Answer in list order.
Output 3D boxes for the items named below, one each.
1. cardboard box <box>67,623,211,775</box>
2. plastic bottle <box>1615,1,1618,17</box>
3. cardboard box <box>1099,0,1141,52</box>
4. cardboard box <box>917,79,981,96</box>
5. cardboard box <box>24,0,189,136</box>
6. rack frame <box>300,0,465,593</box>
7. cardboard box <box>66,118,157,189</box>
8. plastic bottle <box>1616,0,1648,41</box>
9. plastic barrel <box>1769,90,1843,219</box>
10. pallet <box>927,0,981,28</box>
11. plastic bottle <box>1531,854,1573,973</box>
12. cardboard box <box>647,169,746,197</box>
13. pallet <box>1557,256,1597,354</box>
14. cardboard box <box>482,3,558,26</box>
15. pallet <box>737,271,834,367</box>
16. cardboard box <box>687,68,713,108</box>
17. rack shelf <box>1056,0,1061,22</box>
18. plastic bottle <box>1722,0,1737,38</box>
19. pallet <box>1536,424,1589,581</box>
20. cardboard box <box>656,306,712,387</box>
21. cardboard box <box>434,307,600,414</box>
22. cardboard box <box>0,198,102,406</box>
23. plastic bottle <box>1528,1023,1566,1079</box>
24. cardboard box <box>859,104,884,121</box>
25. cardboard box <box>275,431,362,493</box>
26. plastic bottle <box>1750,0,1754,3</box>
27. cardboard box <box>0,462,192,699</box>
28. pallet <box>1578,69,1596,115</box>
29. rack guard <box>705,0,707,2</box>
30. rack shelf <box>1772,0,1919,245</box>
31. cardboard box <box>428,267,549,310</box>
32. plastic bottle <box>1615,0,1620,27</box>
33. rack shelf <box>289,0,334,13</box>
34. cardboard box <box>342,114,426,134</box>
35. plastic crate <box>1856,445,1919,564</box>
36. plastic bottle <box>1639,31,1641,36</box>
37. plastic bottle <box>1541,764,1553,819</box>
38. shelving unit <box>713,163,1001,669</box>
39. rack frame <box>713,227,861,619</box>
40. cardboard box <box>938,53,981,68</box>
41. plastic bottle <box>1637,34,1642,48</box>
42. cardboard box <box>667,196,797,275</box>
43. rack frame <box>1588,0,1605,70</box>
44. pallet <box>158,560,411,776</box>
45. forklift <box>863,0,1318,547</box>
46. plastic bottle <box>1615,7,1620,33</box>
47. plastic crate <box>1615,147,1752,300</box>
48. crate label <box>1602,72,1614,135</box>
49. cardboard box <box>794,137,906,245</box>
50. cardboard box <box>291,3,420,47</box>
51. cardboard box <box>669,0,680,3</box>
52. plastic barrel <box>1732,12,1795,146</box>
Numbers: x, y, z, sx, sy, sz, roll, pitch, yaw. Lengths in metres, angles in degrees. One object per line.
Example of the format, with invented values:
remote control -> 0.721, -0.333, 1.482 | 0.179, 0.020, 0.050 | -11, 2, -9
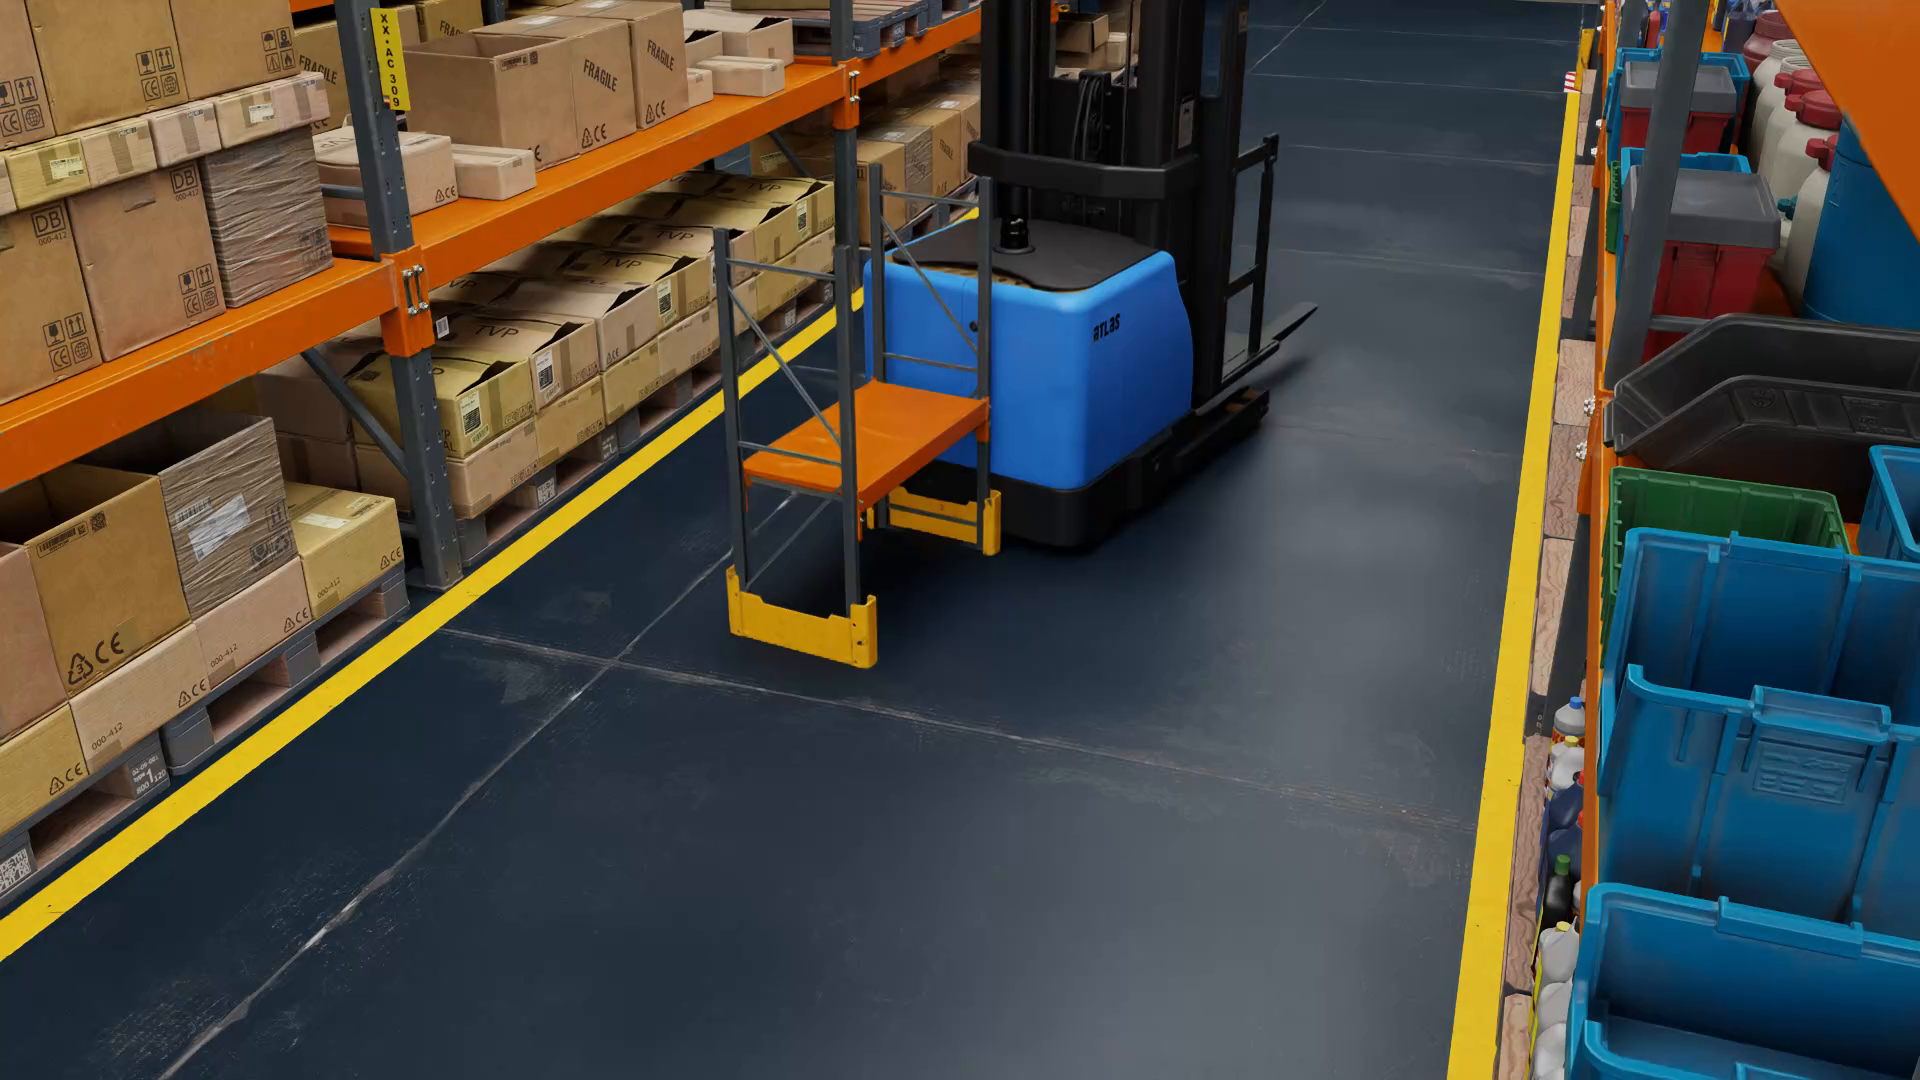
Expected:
cardboard box -> -2.687, 0.437, 5.078 | 0.500, 0.250, 0.500 | 9, 27, 17
plastic bottle -> 4.287, -3.472, 10.621 | 0.152, 0.276, 0.135 | 9, 27, 17
cardboard box -> 1.634, -4.990, 15.978 | 0.500, 0.500, 0.500 | 9, 27, 17
cardboard box -> 0.018, -2.953, 11.771 | 0.500, 0.500, 0.500 | 9, 27, 18
cardboard box -> -2.719, -1.483, 4.767 | 0.700, 0.500, 0.500 | 9, 27, 17
rack frame -> -2.410, -1.245, 5.880 | 1.000, 3.000, 0.127 | 9, 27, 17
cardboard box -> -2.554, -1.122, 4.766 | 0.380, 0.149, 0.250 | 9, 27, 17
plastic bottle -> 3.901, -3.035, 9.633 | 0.144, 0.351, 0.185 | 9, 27, 17
plastic barrel -> 3.029, -1.249, 5.732 | 0.433, 0.535, 0.433 | 0, 26, 0
pallet -> -0.436, -3.602, 10.969 | 1.003, 0.211, 1.213 | 9, 27, 17
plastic bottle -> 1.443, 0.910, 4.040 | 0.061, 0.283, 0.133 | 10, 28, 20
cardboard box -> -1.530, -1.920, 9.304 | 0.500, 0.311, 0.500 | 10, 27, 19
pallet -> 3.814, -1.244, 9.077 | 1.003, 0.211, 1.213 | 9, 27, 17
cardboard box -> -4.075, -4.606, 15.207 | 0.700, 0.500, 0.500 | 9, 27, 18
pallet -> -1.390, -1.301, 9.195 | 1.003, 0.211, 1.213 | 9, 27, 17
cardboard box -> -1.450, -2.244, 8.230 | 0.380, 0.149, 0.250 | 11, 28, 21
rack shelf -> 0.917, -5.031, 14.524 | 1.077, 0.370, 4.000 | 9, 27, 17
plastic bottle -> 4.637, -3.144, 9.949 | 0.097, 0.271, 0.097 | 0, 26, 0
pallet -> 2.889, -0.102, 6.718 | 1.003, 0.211, 1.213 | 9, 27, 17
cardboard box -> -1.531, -0.958, 7.961 | 0.500, 0.250, 0.500 | 9, 27, 18
cardboard box -> -1.866, -0.788, 6.965 | 0.500, 0.311, 0.500 | 8, 27, 17
cardboard box -> -2.892, -0.684, 4.605 | 0.700, 0.500, 0.500 | 9, 27, 18
plastic bottle -> 1.282, 1.171, 3.509 | 0.152, 0.276, 0.135 | 8, 27, 16
cardboard box -> -0.817, -2.593, 11.027 | 0.500, 0.500, 0.500 | 8, 27, 16
cardboard box -> -2.546, -0.409, 6.826 | 0.500, 0.250, 0.500 | 8, 27, 17
plastic bottle -> 4.761, -3.136, 9.926 | 0.152, 0.276, 0.135 | 9, 27, 17
cardboard box -> -2.699, 0.098, 4.918 | 0.500, 0.500, 0.500 | 9, 27, 17
pallet -> 5.942, -3.868, 14.497 | 1.003, 0.211, 1.213 | 9, 27, 17
rack guard -> -3.082, -5.778, 18.110 | 1.175, 0.500, 0.348 | 9, 27, 17
rack shelf -> 1.594, -0.730, 2.199 | 1.077, 0.370, 4.000 | 9, 27, 17
cardboard box -> -2.210, -1.076, 7.561 | 0.500, 0.311, 0.500 | 9, 27, 17
plastic bottle -> 4.102, -3.307, 10.271 | 0.061, 0.283, 0.133 | 9, 27, 17
rack shelf -> -5.086, -4.104, 12.609 | 1.077, 0.370, 4.000 | 9, 27, 17
cardboard box -> -2.291, -1.573, 6.710 | 0.396, 0.266, 0.258 | 8, 27, 16
plastic crate -> 2.147, 0.036, 3.405 | 0.499, 0.251, 0.616 | 9, 27, 17
plastic bottle -> 3.585, -2.639, 8.906 | 0.097, 0.271, 0.097 | 0, 26, 0
plastic bottle -> 1.672, 0.687, 4.595 | 0.097, 0.201, 0.097 | 0, 26, 0
shelving unit -> -0.338, -0.488, 6.038 | 0.587, 1.500, 1.083 | 13, 29, 24
rack frame -> -0.573, -0.288, 5.623 | 0.500, 1.500, 0.032 | 13, 29, 24
cardboard box -> -0.139, -3.442, 12.781 | 0.500, 0.500, 0.500 | 8, 27, 15
plastic bottle -> 3.520, -2.559, 8.741 | 0.097, 0.271, 0.097 | 0, 26, 0
cardboard box -> -1.188, -1.627, 8.699 | 0.500, 0.311, 0.500 | 8, 27, 17
rack frame -> 6.253, -5.457, 14.578 | 1.000, 3.000, 0.127 | 9, 27, 17
pallet -> -2.714, 0.331, 5.825 | 1.003, 0.211, 1.213 | 9, 27, 17
forklift -> 0.809, -1.890, 7.289 | 1.130, 2.935, 3.031 | 15, 30, 29
plastic bottle -> 4.036, -3.164, 10.071 | 0.097, 0.201, 0.097 | 0, 26, 0
plastic crate -> 2.333, -1.017, 5.426 | 0.392, 0.384, 0.575 | 9, 27, 17
crate label -> 3.097, -1.975, 7.579 | 0.303, 0.233, 0.416 | 9, 27, 17
cardboard box -> -0.658, -2.108, 10.024 | 0.500, 0.500, 0.500 | 10, 28, 20
cardboard box -> -4.807, -3.819, 13.181 | 0.750, 0.750, 0.750 | 10, 27, 19
cardboard box -> -3.228, -5.655, 17.374 | 0.700, 0.500, 0.500 | 9, 27, 17
plastic barrel -> 3.722, -1.996, 7.274 | 0.600, 0.536, 0.708 | 9, 27, 17
